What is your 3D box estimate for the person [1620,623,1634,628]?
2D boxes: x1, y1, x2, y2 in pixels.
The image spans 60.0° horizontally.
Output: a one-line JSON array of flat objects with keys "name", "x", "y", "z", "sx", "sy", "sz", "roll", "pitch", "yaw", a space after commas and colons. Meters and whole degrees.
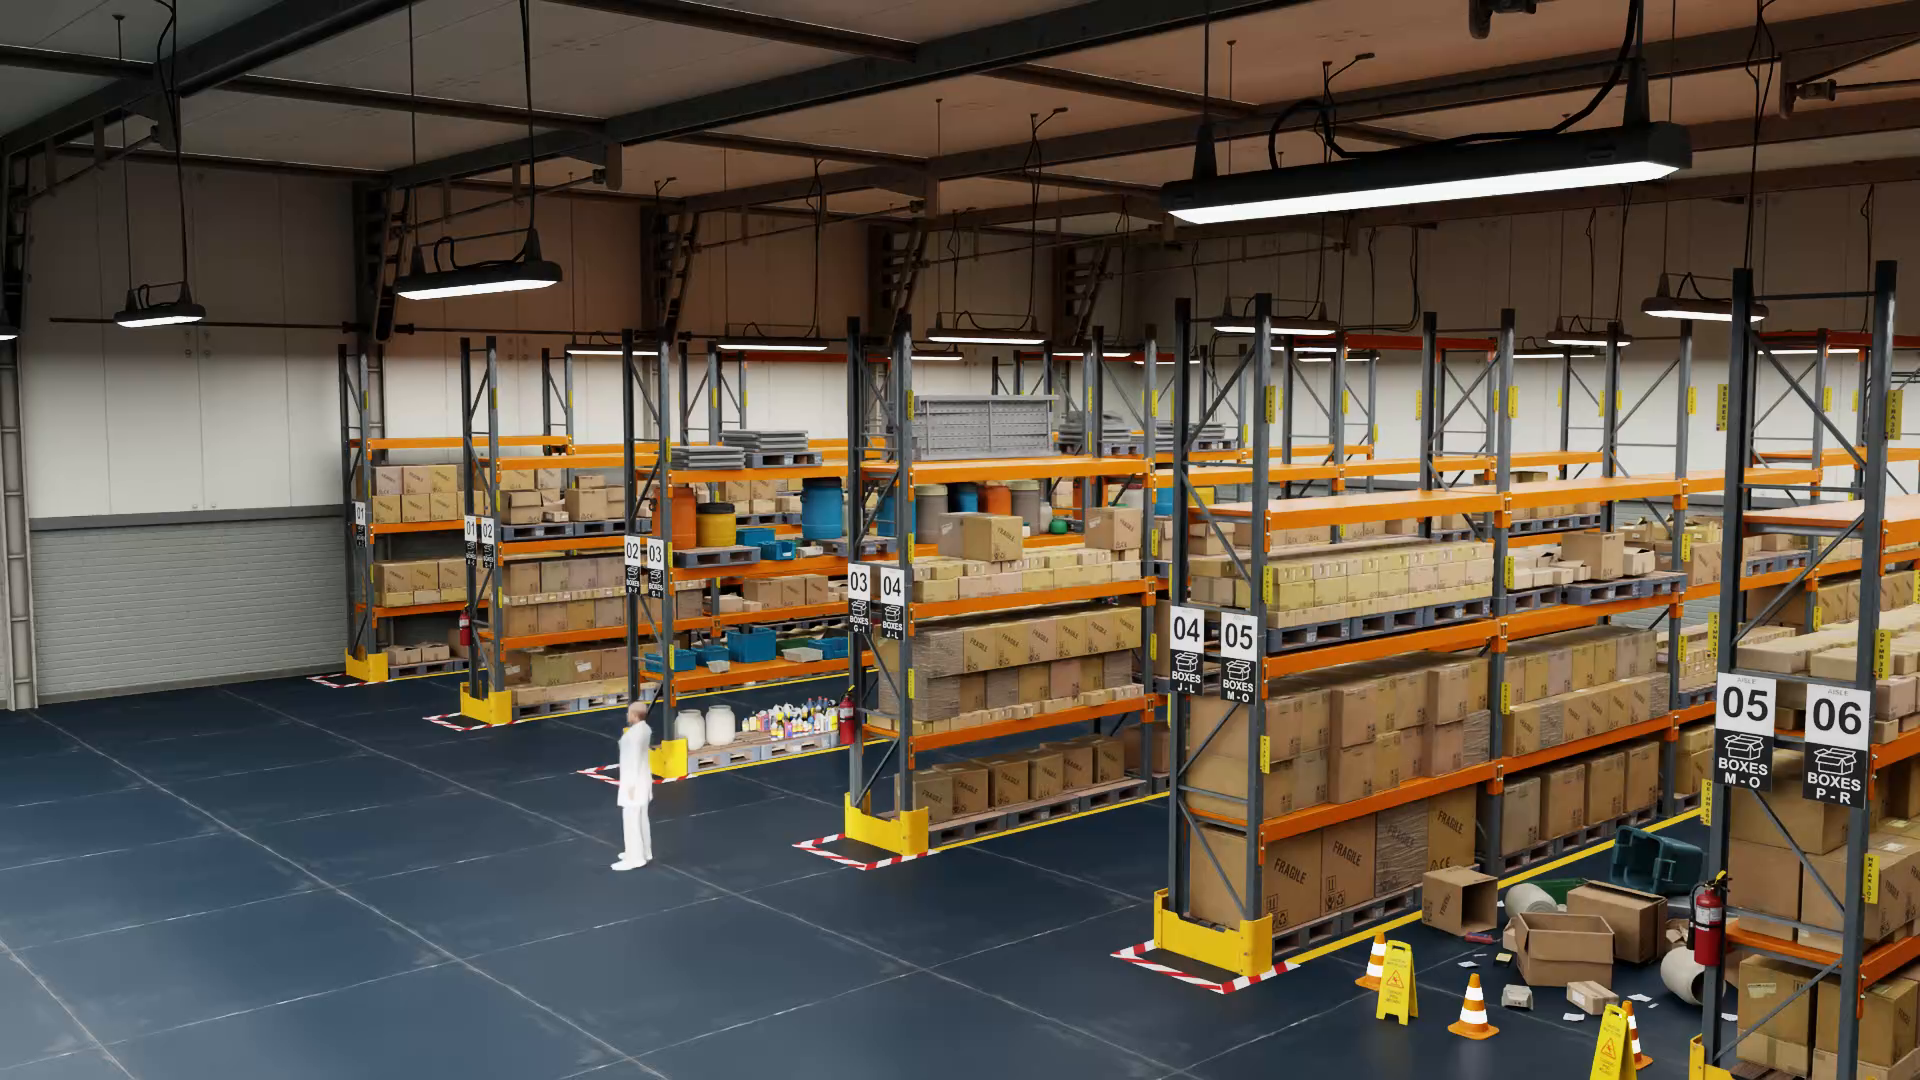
[{"name": "person", "x": 9.984, "y": 2.075, "z": 25.159, "sx": 0.608, "sy": 1.673, "sz": 0.469, "roll": 3, "pitch": 6, "yaw": 33}]

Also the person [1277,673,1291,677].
[{"name": "person", "x": 3.967, "y": 2.461, "z": 20.888, "sx": 0.517, "sy": 1.663, "sz": 0.457, "roll": 1, "pitch": 5, "yaw": 9}]

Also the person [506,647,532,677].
[{"name": "person", "x": -7.754, "y": 1.779, "z": 29.146, "sx": 0.602, "sy": 1.596, "sz": 0.566, "roll": -3, "pitch": 6, "yaw": -34}]

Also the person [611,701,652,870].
[{"name": "person", "x": -3.579, "y": 2.659, "z": 18.147, "sx": 0.395, "sy": 1.808, "sz": 0.626, "roll": 0, "pitch": 5, "yaw": 4}]
